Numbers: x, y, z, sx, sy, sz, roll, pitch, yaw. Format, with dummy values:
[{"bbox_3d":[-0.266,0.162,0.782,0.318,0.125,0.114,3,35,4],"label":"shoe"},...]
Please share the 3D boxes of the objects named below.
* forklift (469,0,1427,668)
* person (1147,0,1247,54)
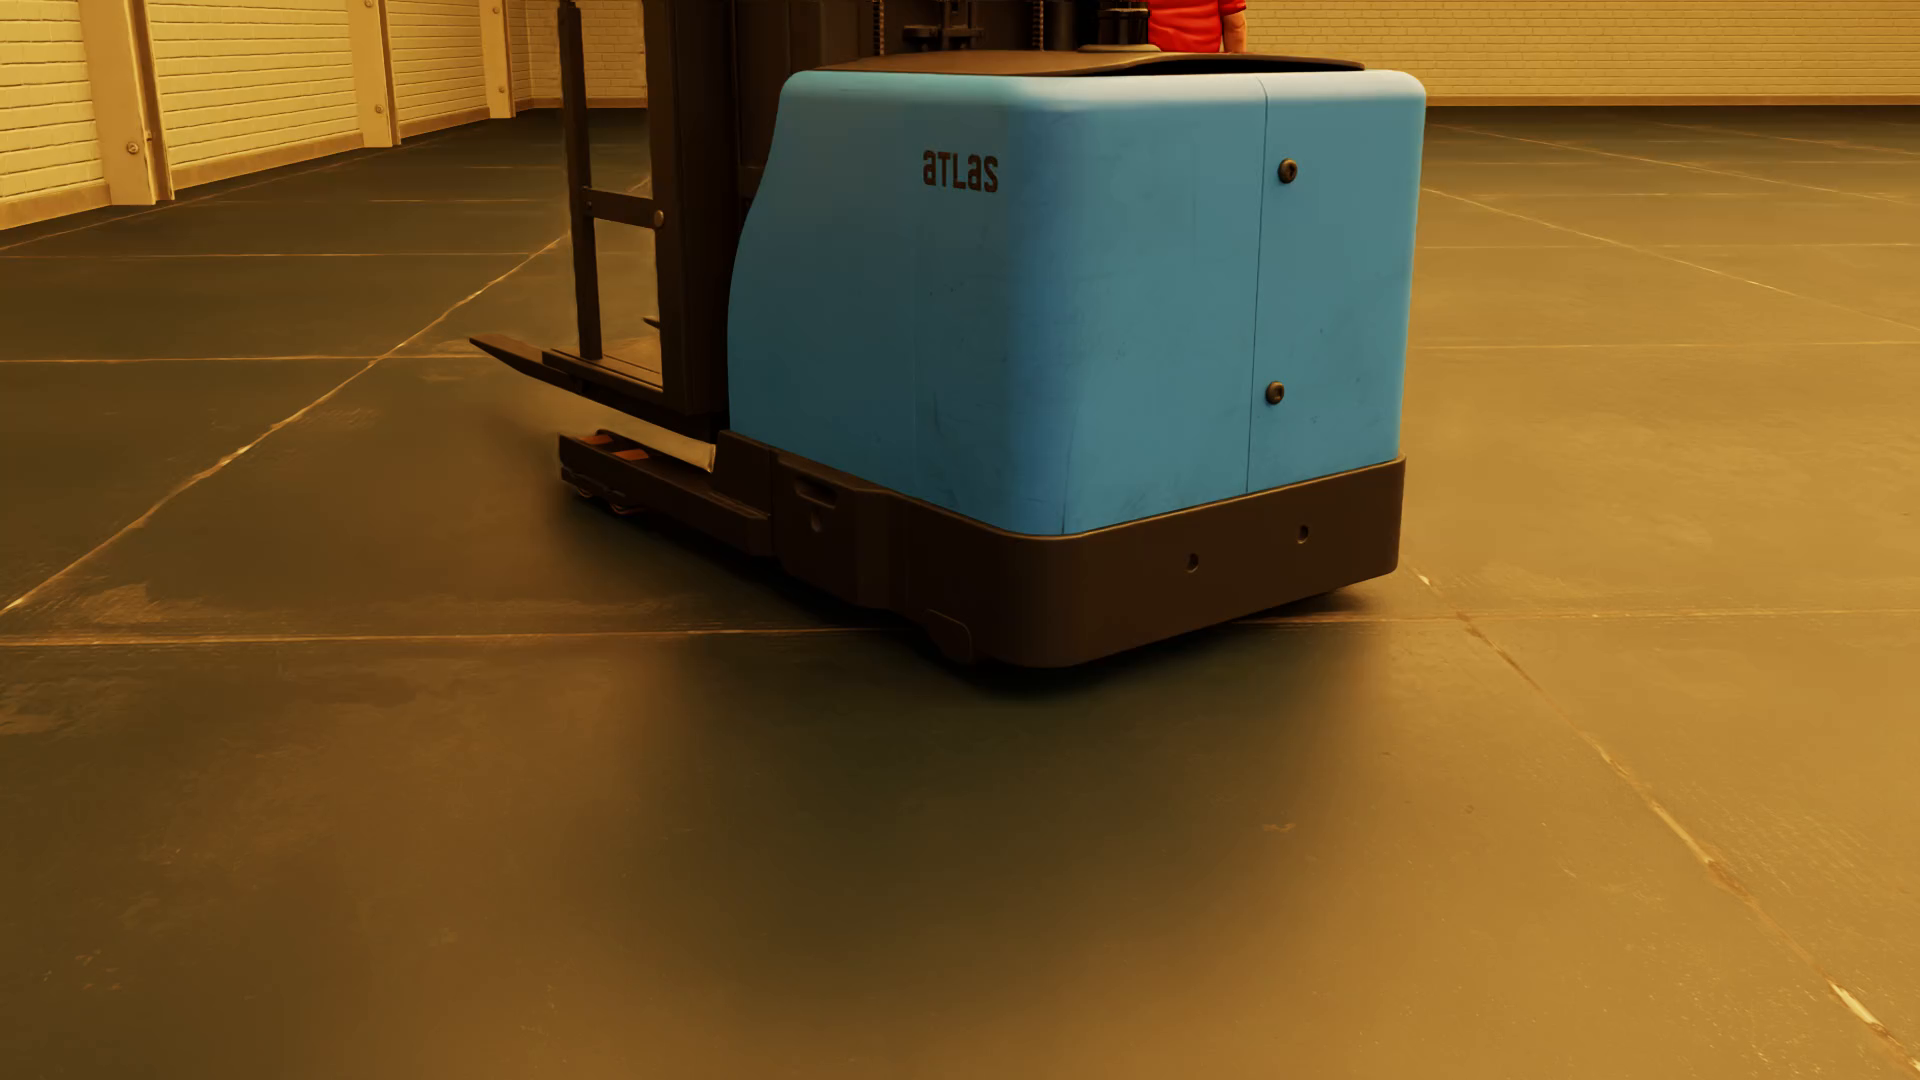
[{"bbox_3d":[-0.371,-1.539,3.937,1.130,2.935,3.031,-13,21,-35],"label":"forklift"},{"bbox_3d":[0.829,-1.793,6.798,0.640,1.727,0.551,-2,17,-7],"label":"person"}]
